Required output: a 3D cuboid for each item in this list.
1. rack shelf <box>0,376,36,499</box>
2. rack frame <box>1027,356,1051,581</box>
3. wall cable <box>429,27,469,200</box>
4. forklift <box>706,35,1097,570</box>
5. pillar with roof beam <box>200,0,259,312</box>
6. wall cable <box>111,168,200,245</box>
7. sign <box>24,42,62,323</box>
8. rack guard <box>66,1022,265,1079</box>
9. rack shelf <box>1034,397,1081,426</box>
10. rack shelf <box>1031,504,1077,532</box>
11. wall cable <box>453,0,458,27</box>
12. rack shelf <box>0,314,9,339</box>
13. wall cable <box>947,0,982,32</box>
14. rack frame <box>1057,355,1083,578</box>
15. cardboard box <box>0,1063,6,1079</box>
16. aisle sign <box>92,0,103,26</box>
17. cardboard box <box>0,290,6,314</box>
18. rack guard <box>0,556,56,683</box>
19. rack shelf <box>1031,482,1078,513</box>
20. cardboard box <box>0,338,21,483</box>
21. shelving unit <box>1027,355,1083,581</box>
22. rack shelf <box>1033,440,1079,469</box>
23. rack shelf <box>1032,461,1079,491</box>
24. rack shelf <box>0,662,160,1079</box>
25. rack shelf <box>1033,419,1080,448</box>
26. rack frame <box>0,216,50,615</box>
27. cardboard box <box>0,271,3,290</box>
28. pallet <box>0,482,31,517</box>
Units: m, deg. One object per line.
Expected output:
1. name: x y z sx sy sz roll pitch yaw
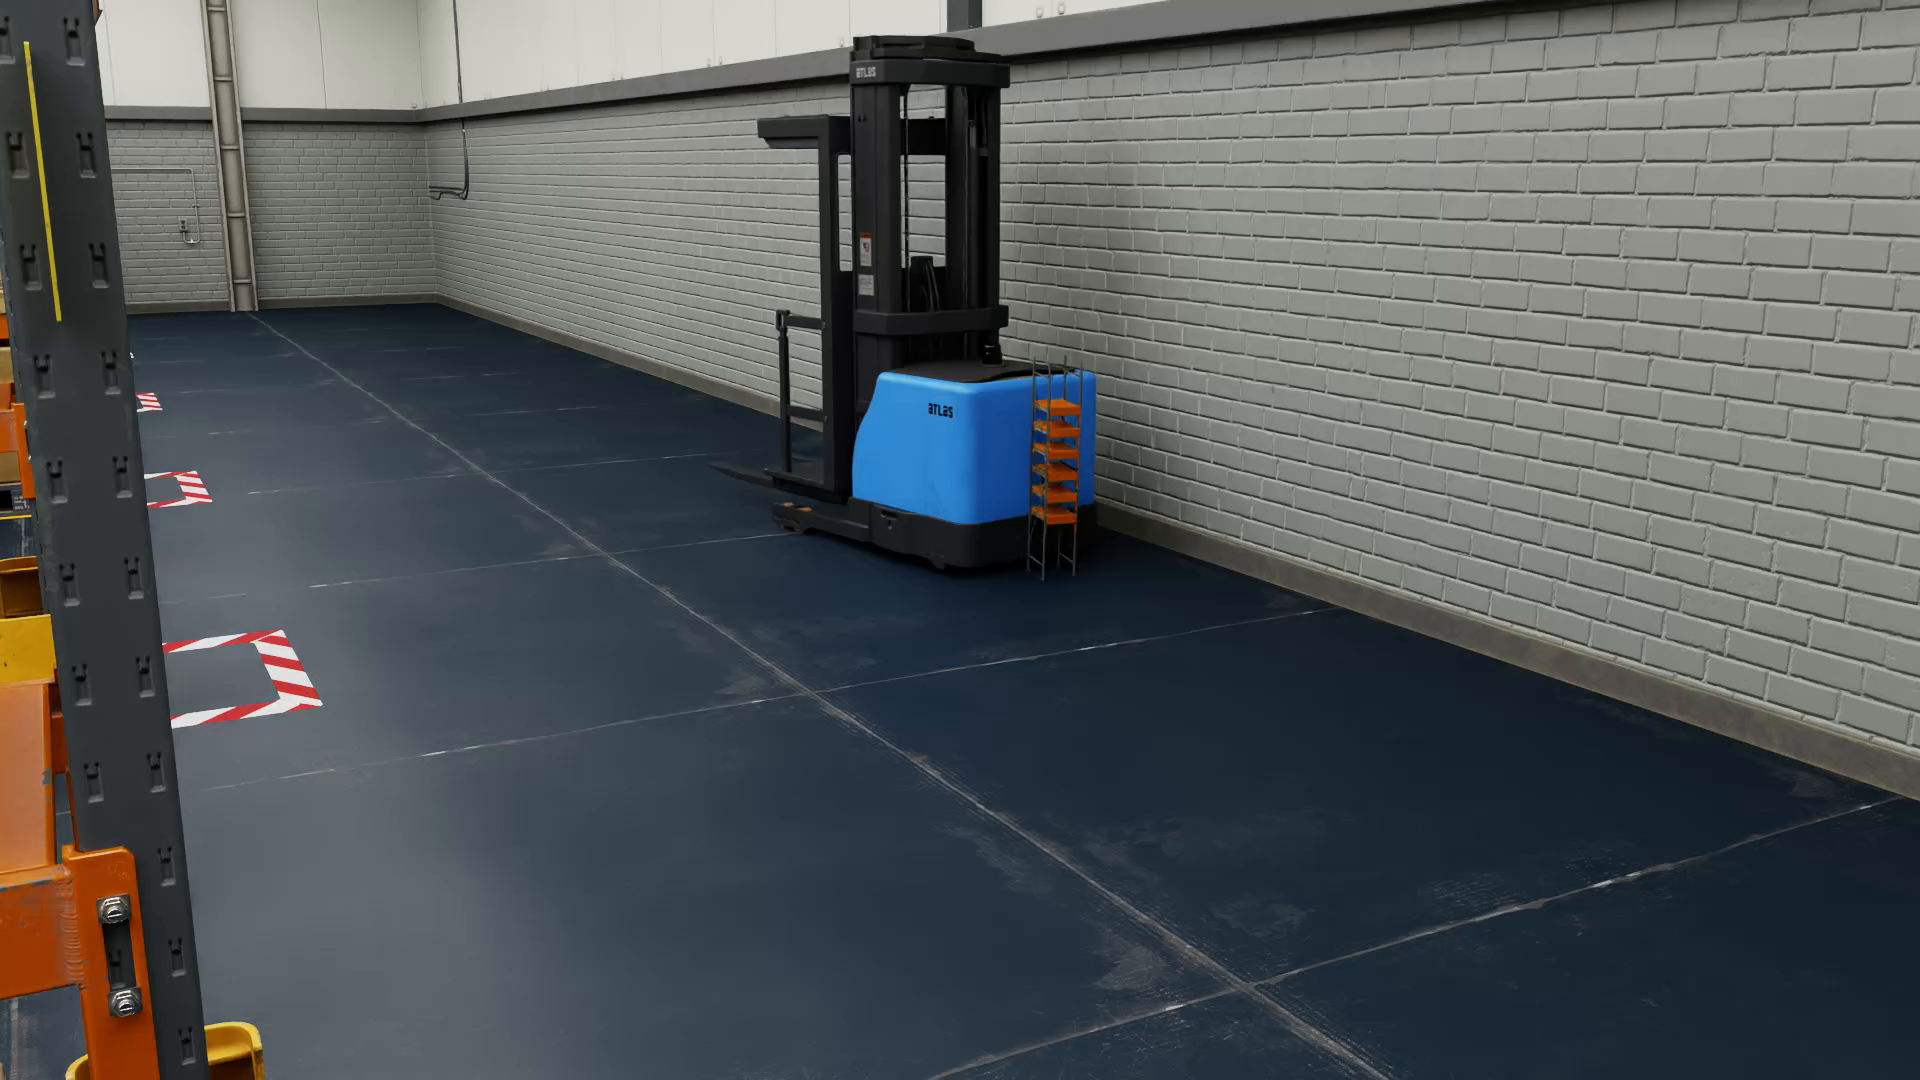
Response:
1. rack shelf: -5.573 -0.237 5.971 4.000 0.370 1.077 -7 14 -28
2. rack frame: 0.430 -0.386 9.062 0.006 1.200 0.240 -4 16 -19
3. wall cable: -8.090 -6.567 25.867 0.112 2.526 3.097 -7 14 -28
4. forklift: -0.529 -1.529 10.228 1.130 2.935 3.031 -10 16 -38
5. pillar with roof beam: -9.207 -7.177 21.504 0.400 9.000 9.100 -7 14 -28
6. wall cable: -12.555 -5.442 25.143 1.851 1.984 0.084 -7 14 -28
7. sign: -1.109 -0.430 2.011 0.005 0.325 0.100 -7 14 -28
8. rack guard: -1.336 1.361 2.921 0.348 0.500 1.175 -7 14 -28
9. rack shelf: 0.521 -0.697 9.008 0.180 0.103 0.258 -4 16 -19
10. rack shelf: 0.511 -0.119 9.168 0.180 0.103 0.258 -4 16 -19
11. wall cable: -6.794 -8.510 22.995 0.112 2.526 3.097 -7 14 -28
12. rack shelf: -7.861 -1.204 10.266 4.000 0.370 1.077 -7 14 -28
13. wall cable: 0.509 -6.192 9.801 0.120 5.999 2.277 -7 14 -28
14. rack frame: 0.602 -0.400 9.122 0.006 1.200 0.240 -4 16 -19
15. cardboard box: -1.888 1.278 2.476 0.875 0.438 0.875 -7 15 -30
16. aisle sign: -1.145 -1.072 2.118 0.004 0.787 0.394 -7 14 -28
17. cardboard box: -6.260 -1.542 10.701 0.250 0.149 0.380 -7 14 -27
18. rack guard: -3.884 0.429 7.066 0.348 0.500 1.175 -7 14 -28
19. rack shelf: 0.513 -0.235 9.136 0.180 0.103 0.258 -4 16 -19
20. cardboard box: -6.629 -0.851 10.941 0.875 0.875 0.875 -7 14 -28
21. shelving unit: 0.516 -0.393 9.092 0.189 1.200 0.258 -4 16 -19
22. rack shelf: 0.517 -0.466 9.072 0.180 0.103 0.258 -4 16 -19
23. rack shelf: 0.515 -0.350 9.104 0.180 0.103 0.258 -4 16 -19
24. rack shelf: -3.113 0.706 1.780 4.000 0.370 1.077 -7 14 -28
25. rack shelf: 0.519 -0.581 9.040 0.180 0.103 0.258 -4 16 -19
26. rack frame: -3.818 -0.799 6.827 0.127 3.000 1.000 -7 14 -28
27. cardboard box: -6.404 -1.735 10.652 0.500 0.250 0.500 -7 15 -29
28. pallet: -6.770 -0.306 10.987 1.213 0.211 1.003 -7 14 -28
